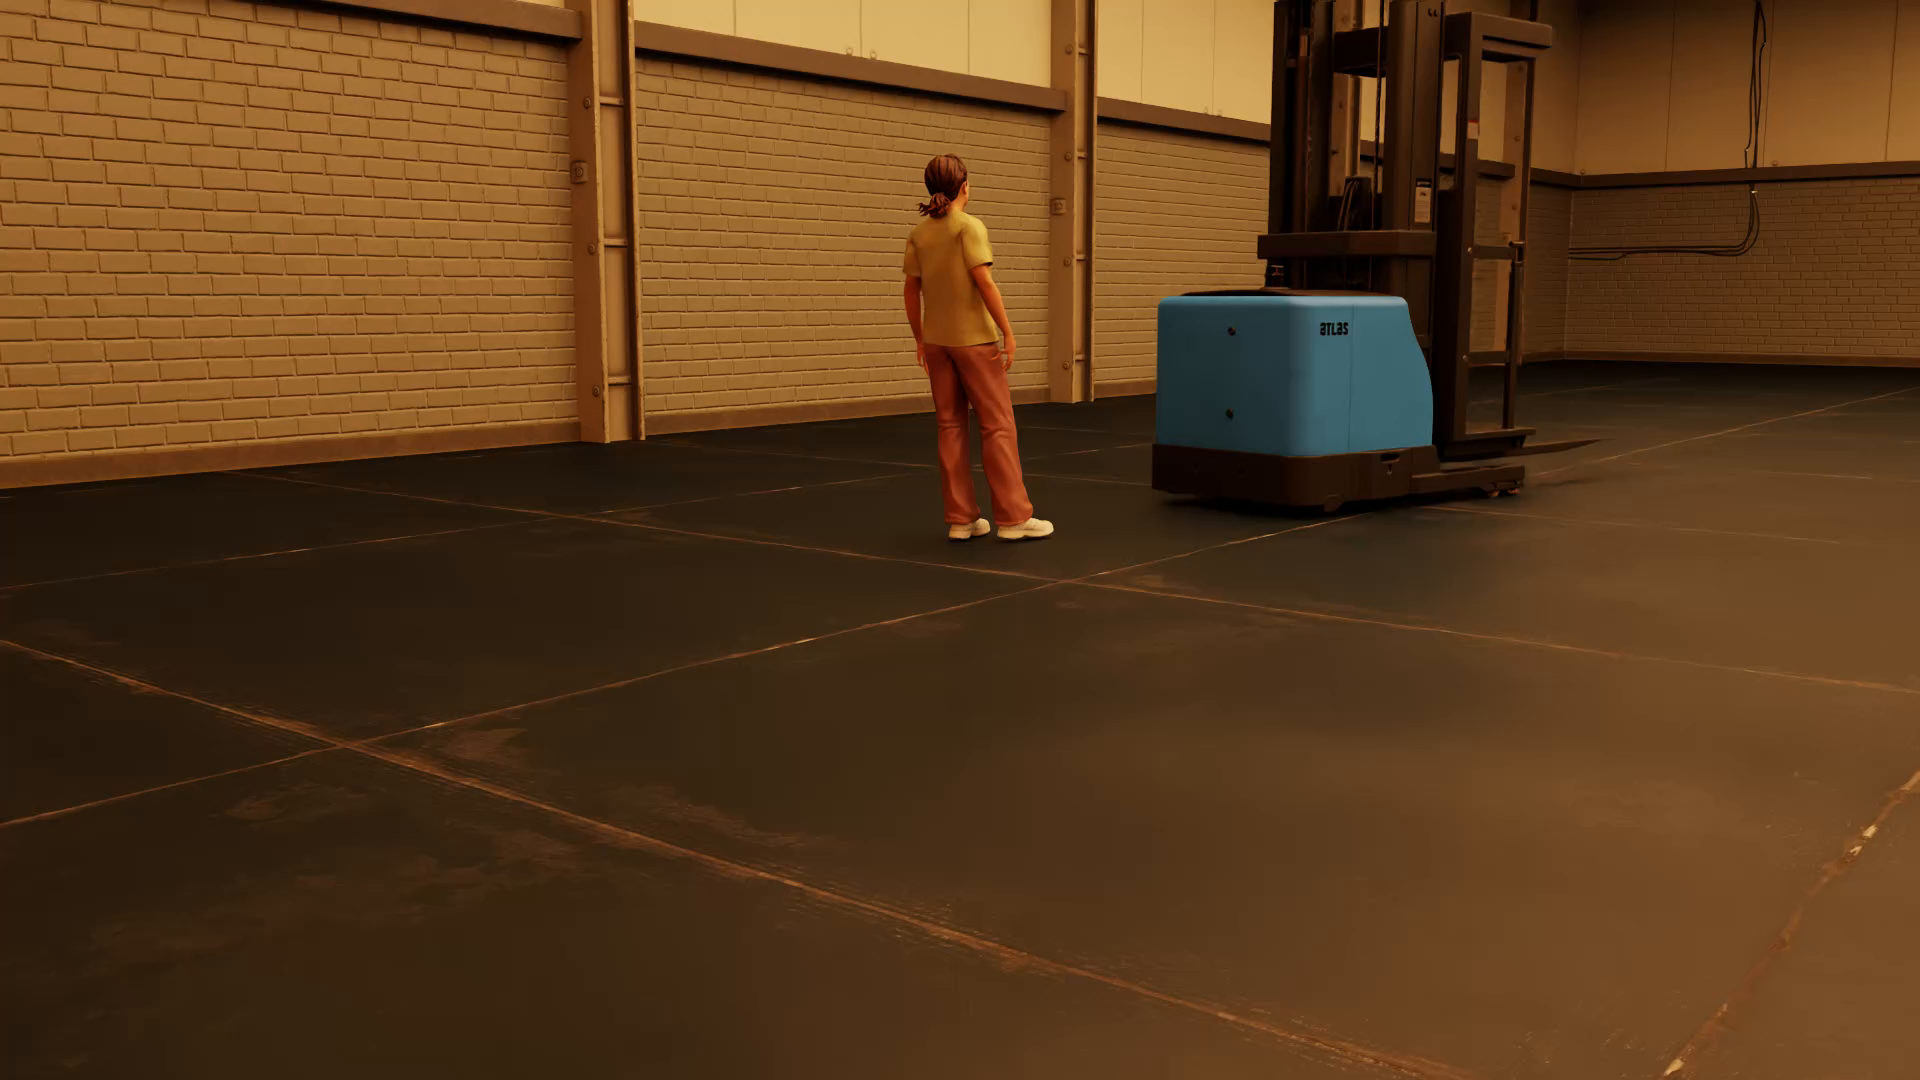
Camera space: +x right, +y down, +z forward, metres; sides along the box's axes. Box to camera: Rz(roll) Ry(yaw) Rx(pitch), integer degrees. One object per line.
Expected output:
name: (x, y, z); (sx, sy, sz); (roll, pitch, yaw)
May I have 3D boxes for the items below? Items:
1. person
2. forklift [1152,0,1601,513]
person: (0.055, -0.843, 7.332); (0.555, 1.675, 0.549); (7, 11, 38)
forklift: (2.470, -1.732, 9.118); (3.031, 2.935, 1.130); (-7, 11, -39)
